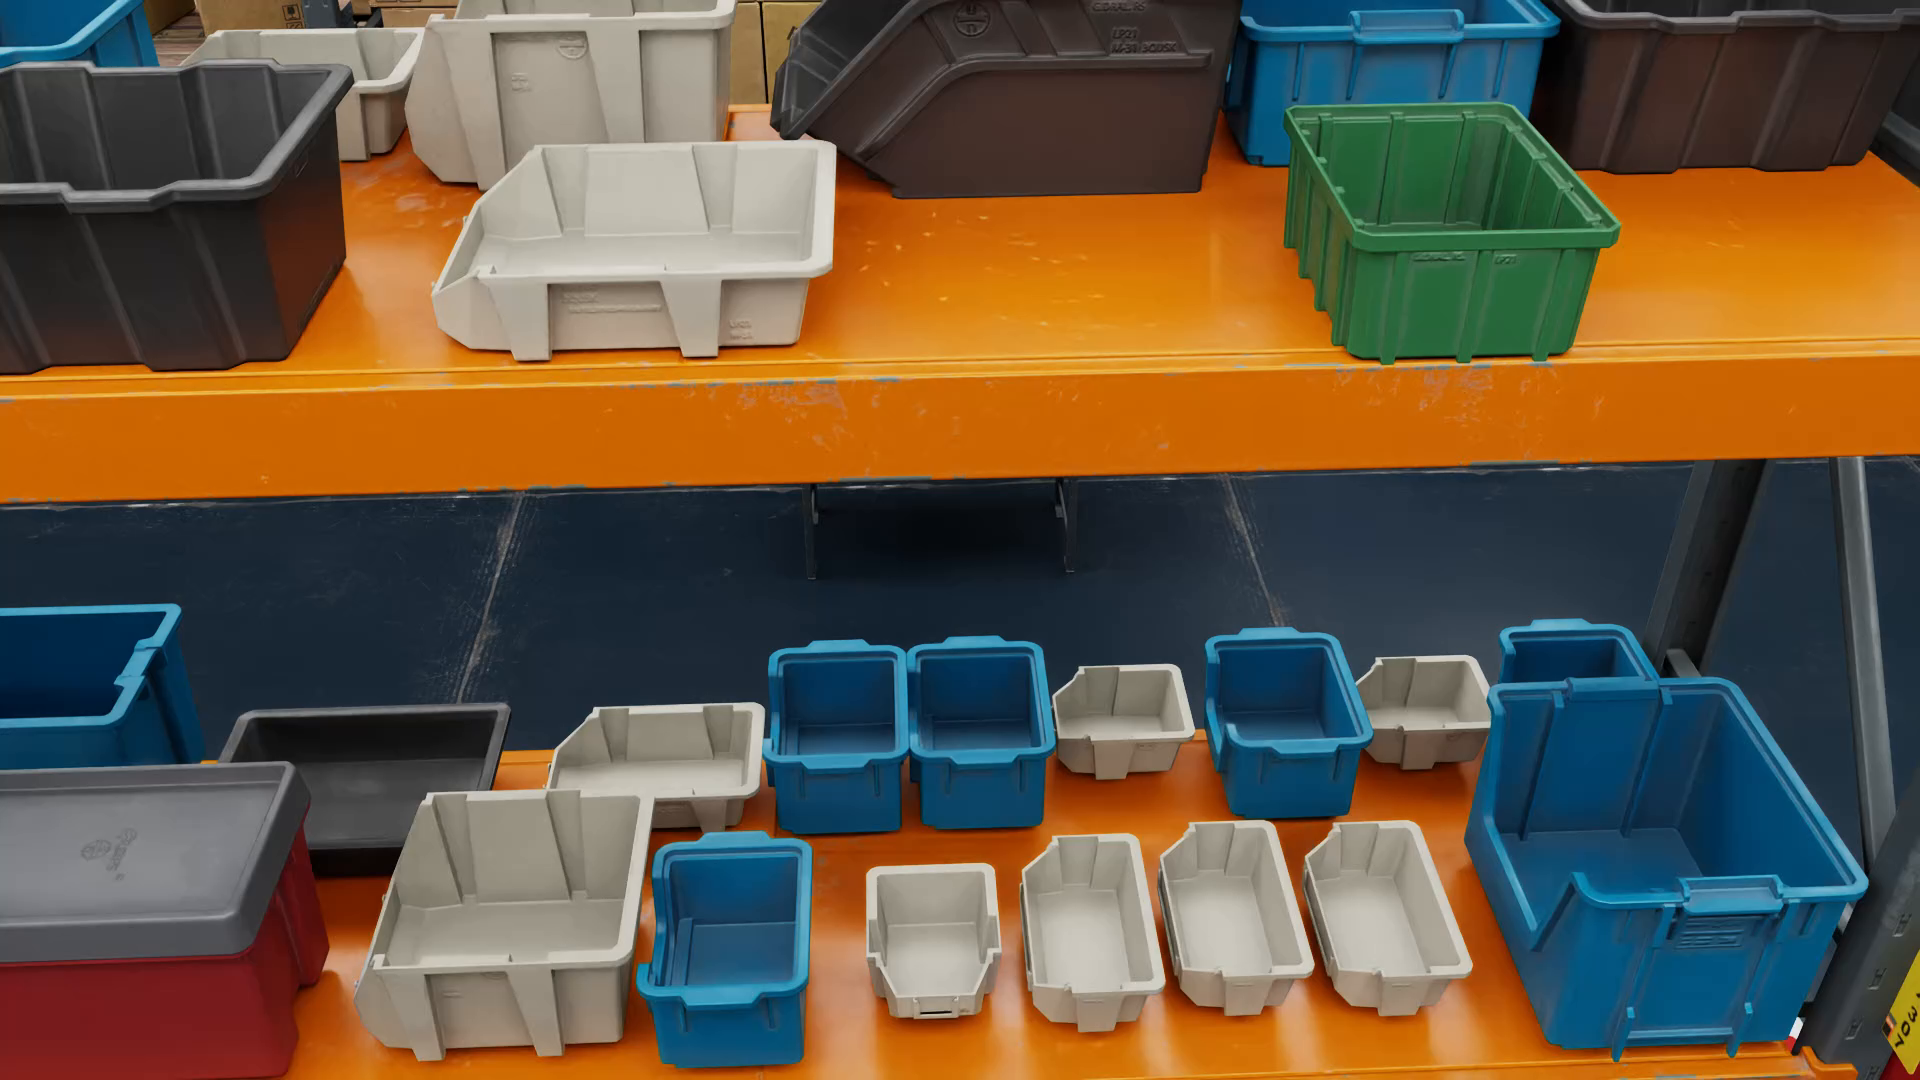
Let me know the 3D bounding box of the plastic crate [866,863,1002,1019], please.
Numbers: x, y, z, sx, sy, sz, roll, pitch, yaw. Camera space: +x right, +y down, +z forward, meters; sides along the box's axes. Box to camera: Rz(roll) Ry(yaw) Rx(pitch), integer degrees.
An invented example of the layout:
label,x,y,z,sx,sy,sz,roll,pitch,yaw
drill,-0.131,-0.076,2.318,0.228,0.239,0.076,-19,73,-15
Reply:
label,x,y,z,sx,sy,sz,roll,pitch,yaw
plastic crate,-0.051,0.776,3.171,0.250,0.136,0.298,-2,35,-2

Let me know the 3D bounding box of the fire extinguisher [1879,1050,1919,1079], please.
label,x,y,z,sx,sy,sz,roll,pitch,yaw
fire extinguisher,1.789,0.968,3.112,0.183,0.674,0.296,-2,35,-2

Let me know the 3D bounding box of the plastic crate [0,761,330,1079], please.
label,x,y,z,sx,sy,sz,roll,pitch,yaw
plastic crate,-1.475,0.703,2.989,0.583,0.464,0.402,-2,35,-2

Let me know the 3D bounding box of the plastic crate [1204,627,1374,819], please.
label,x,y,z,sx,sy,sz,roll,pitch,yaw
plastic crate,0.697,0.410,3.617,0.300,0.233,0.416,-2,35,-2

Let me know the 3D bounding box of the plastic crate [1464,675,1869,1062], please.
label,x,y,z,sx,sy,sz,roll,pitch,yaw
plastic crate,1.291,0.604,3.157,0.499,0.435,0.616,-2,35,-2

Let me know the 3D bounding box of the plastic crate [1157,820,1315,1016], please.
label,x,y,z,sx,sy,sz,roll,pitch,yaw
plastic crate,0.521,0.736,3.229,0.243,0.136,0.396,-2,35,-2

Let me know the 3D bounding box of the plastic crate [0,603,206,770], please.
label,x,y,z,sx,sy,sz,roll,pitch,yaw
plastic crate,-1.928,0.411,3.481,0.575,0.384,0.392,-2,35,-2

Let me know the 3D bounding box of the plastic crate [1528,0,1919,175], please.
label,x,y,z,sx,sy,sz,roll,pitch,yaw
plastic crate,1.219,-0.800,2.749,0.590,0.269,0.497,-2,35,-2

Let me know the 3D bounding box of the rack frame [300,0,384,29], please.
label,x,y,z,sx,sy,sz,roll,pitch,yaw
rack frame,-2.609,-2.180,7.264,0.127,3.000,1.000,-2,35,-2

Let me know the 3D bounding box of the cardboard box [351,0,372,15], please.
label,x,y,z,sx,sy,sz,roll,pitch,yaw
cardboard box,-4.378,-4.167,11.656,0.750,0.750,0.750,-1,35,-1

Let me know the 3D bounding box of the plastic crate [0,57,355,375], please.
label,x,y,z,sx,sy,sz,roll,pitch,yaw
plastic crate,-1.125,-0.421,2.202,0.590,0.269,0.497,-2,35,-2

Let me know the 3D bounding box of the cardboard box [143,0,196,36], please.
label,x,y,z,sx,sy,sz,roll,pitch,yaw
cardboard box,-3.777,-2.453,7.202,0.500,0.500,0.700,4,35,5

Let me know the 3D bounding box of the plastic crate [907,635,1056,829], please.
label,x,y,z,sx,sy,sz,roll,pitch,yaw
plastic crate,0.040,0.427,3.591,0.300,0.233,0.416,-2,35,-2

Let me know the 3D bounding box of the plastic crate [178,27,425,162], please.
label,x,y,z,sx,sy,sz,roll,pitch,yaw
plastic crate,-1.126,-0.740,2.779,0.466,0.136,0.293,-2,35,-2

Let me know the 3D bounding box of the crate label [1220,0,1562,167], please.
label,x,y,z,sx,sy,sz,roll,pitch,yaw
crate label,0.680,-0.803,2.769,0.502,0.251,0.408,-2,35,-2

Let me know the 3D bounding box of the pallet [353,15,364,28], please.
label,x,y,z,sx,sy,sz,roll,pitch,yaw
pallet,-4.836,-3.751,11.984,1.213,0.211,1.003,-2,35,-2

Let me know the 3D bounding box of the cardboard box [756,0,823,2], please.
label,x,y,z,sx,sy,sz,roll,pitch,yaw
cardboard box,-0.581,-2.527,6.799,0.500,0.500,0.500,-1,35,-1

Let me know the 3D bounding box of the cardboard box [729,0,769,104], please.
label,x,y,z,sx,sy,sz,roll,pitch,yaw
cardboard box,-1.076,-2.108,7.072,0.500,0.500,0.500,-2,35,-2

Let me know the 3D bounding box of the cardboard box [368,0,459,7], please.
label,x,y,z,sx,sy,sz,roll,pitch,yaw
cardboard box,-2.125,-2.485,6.738,0.500,0.500,0.500,-1,35,-1

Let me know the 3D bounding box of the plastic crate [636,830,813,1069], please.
label,x,y,z,sx,sy,sz,roll,pitch,yaw
plastic crate,-0.422,0.773,3.091,0.300,0.233,0.416,-2,35,-2

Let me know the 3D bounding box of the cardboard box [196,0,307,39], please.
label,x,y,z,sx,sy,sz,roll,pitch,yaw
cardboard box,-3.093,-2.508,7.281,0.500,0.500,0.700,-13,37,-18

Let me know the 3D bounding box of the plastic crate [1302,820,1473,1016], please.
label,x,y,z,sx,sy,sz,roll,pitch,yaw
plastic crate,0.811,0.737,3.229,0.243,0.136,0.396,-2,35,-2

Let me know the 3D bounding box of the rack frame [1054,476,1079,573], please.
label,x,y,z,sx,sy,sz,roll,pitch,yaw
rack frame,0.423,-0.628,6.340,0.032,1.500,0.500,-2,35,-2

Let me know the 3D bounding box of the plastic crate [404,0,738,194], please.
label,x,y,z,sx,sy,sz,roll,pitch,yaw
plastic crate,-0.611,-0.772,2.698,0.530,0.282,0.437,-2,35,-2

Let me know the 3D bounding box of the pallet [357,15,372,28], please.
label,x,y,z,sx,sy,sz,roll,pitch,yaw
pallet,-3.615,-3.785,12.034,1.213,0.211,1.003,-2,35,-2

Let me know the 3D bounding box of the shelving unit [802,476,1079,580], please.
label,x,y,z,sx,sy,sz,roll,pitch,yaw
shelving unit,-0.085,-0.614,6.320,1.048,1.500,0.538,-2,35,-2

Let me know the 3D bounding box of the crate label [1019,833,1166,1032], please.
label,x,y,z,sx,sy,sz,roll,pitch,yaw
crate label,0.244,0.758,3.198,0.243,0.136,0.396,-2,35,-2

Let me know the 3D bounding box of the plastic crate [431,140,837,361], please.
label,x,y,z,sx,sy,sz,roll,pitch,yaw
plastic crate,-0.435,-0.400,2.288,0.530,0.136,0.437,-2,35,-2

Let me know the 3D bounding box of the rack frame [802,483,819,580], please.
label,x,y,z,sx,sy,sz,roll,pitch,yaw
rack frame,-0.593,-0.601,6.300,0.032,1.500,0.500,-2,35,-2

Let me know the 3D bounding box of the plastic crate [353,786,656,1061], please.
label,x,y,z,sx,sy,sz,roll,pitch,yaw
plastic crate,-0.845,0.724,3.120,0.530,0.282,0.437,-2,35,-2

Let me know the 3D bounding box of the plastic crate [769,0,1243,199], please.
label,x,y,z,sx,sy,sz,roll,pitch,yaw
plastic crate,0.078,-0.795,2.681,0.767,0.338,0.504,-2,35,-2

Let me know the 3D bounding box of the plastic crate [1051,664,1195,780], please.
label,x,y,z,sx,sy,sz,roll,pitch,yaw
plastic crate,0.353,0.411,3.699,0.298,0.136,0.250,-2,35,-2

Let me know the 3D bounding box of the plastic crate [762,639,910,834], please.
label,x,y,z,sx,sy,sz,roll,pitch,yaw
plastic crate,-0.260,0.435,3.579,0.300,0.233,0.416,-2,35,-2

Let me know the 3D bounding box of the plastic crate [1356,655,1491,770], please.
label,x,y,z,sx,sy,sz,roll,pitch,yaw
plastic crate,1.030,0.393,3.725,0.298,0.136,0.250,-2,35,-2

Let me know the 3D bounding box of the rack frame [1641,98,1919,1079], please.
label,x,y,z,sx,sy,sz,roll,pitch,yaw
rack frame,1.617,0.528,3.351,0.127,3.000,1.000,-2,35,-2

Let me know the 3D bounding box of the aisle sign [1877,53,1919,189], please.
label,x,y,z,sx,sy,sz,roll,pitch,yaw
aisle sign,1.675,-0.712,2.858,0.004,0.787,0.394,-2,35,-2

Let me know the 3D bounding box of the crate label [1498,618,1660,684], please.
label,x,y,z,sx,sy,sz,roll,pitch,yaw
crate label,1.355,0.392,3.642,0.303,0.233,0.416,-2,35,-2

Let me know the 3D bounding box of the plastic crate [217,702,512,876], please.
label,x,y,z,sx,sy,sz,roll,pitch,yaw
plastic crate,-1.273,0.541,3.521,0.590,0.125,0.437,-2,35,-2

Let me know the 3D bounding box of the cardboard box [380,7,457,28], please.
label,x,y,z,sx,sy,sz,roll,pitch,yaw
cardboard box,-2.087,-2.080,7.032,0.500,0.500,0.500,-1,35,-1

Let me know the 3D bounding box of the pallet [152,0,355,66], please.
label,x,y,z,sx,sy,sz,roll,pitch,yaw
pallet,-3.413,-2.141,7.377,1.213,0.211,1.003,-2,35,-2

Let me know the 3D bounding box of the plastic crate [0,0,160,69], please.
label,x,y,z,sx,sy,sz,roll,pitch,yaw
plastic crate,-1.484,-0.735,2.687,0.300,0.233,0.416,-2,35,-2

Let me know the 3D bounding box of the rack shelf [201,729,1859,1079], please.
label,x,y,z,sx,sy,sz,roll,pitch,yaw
rack shelf,-0.381,0.878,3.478,4.000,0.370,1.077,-2,35,-2

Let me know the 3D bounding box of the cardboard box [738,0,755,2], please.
label,x,y,z,sx,sy,sz,roll,pitch,yaw
cardboard box,-1.096,-2.513,6.778,0.500,0.500,0.500,-3,35,-4

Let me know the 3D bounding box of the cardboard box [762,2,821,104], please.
label,x,y,z,sx,sy,sz,roll,pitch,yaw
cardboard box,-0.568,-2.122,7.093,0.500,0.500,0.500,-2,35,-3

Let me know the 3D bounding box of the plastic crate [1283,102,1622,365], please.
label,x,y,z,sx,sy,sz,roll,pitch,yaw
plastic crate,0.645,-0.429,2.285,0.336,0.188,0.450,-2,35,-2

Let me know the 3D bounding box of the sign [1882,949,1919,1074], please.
label,x,y,z,sx,sy,sz,roll,pitch,yaw
sign,1.659,0.773,2.853,0.005,0.325,0.100,-2,35,-2

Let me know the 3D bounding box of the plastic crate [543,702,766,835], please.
label,x,y,z,sx,sy,sz,roll,pitch,yaw
plastic crate,-0.653,0.502,3.568,0.466,0.136,0.293,-2,35,-2

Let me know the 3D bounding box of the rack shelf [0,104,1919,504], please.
label,x,y,z,sx,sy,sz,roll,pitch,yaw
rack shelf,-0.381,-0.356,2.624,4.000,0.370,1.077,-2,35,-2
